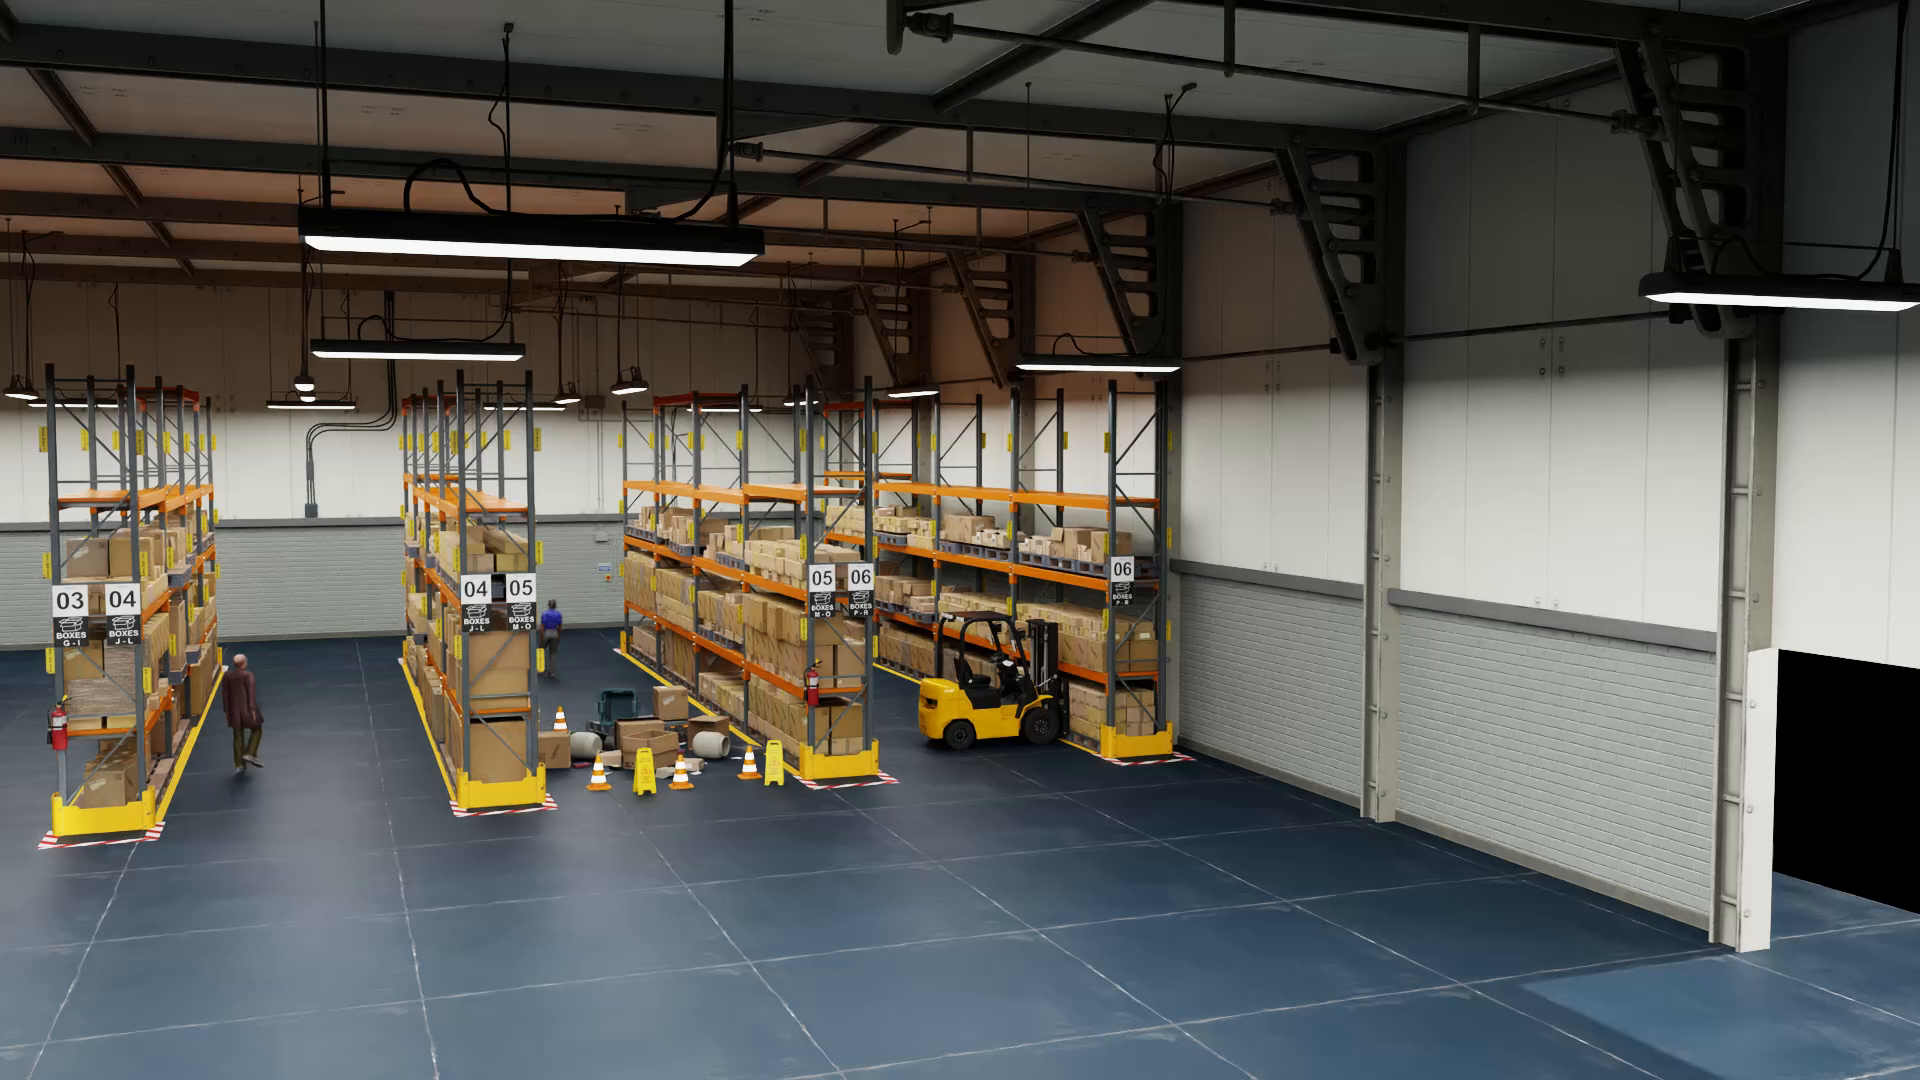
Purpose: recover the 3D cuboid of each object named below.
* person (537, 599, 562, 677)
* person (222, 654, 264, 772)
[{"bbox_3d":[-8.784,2.089,35.550,0.555,1.659,0.382,-2,4,-24],"label":"person"},{"bbox_3d":[-10.943,2.621,25.329,0.589,1.764,0.551,0,3,-8],"label":"person"}]
